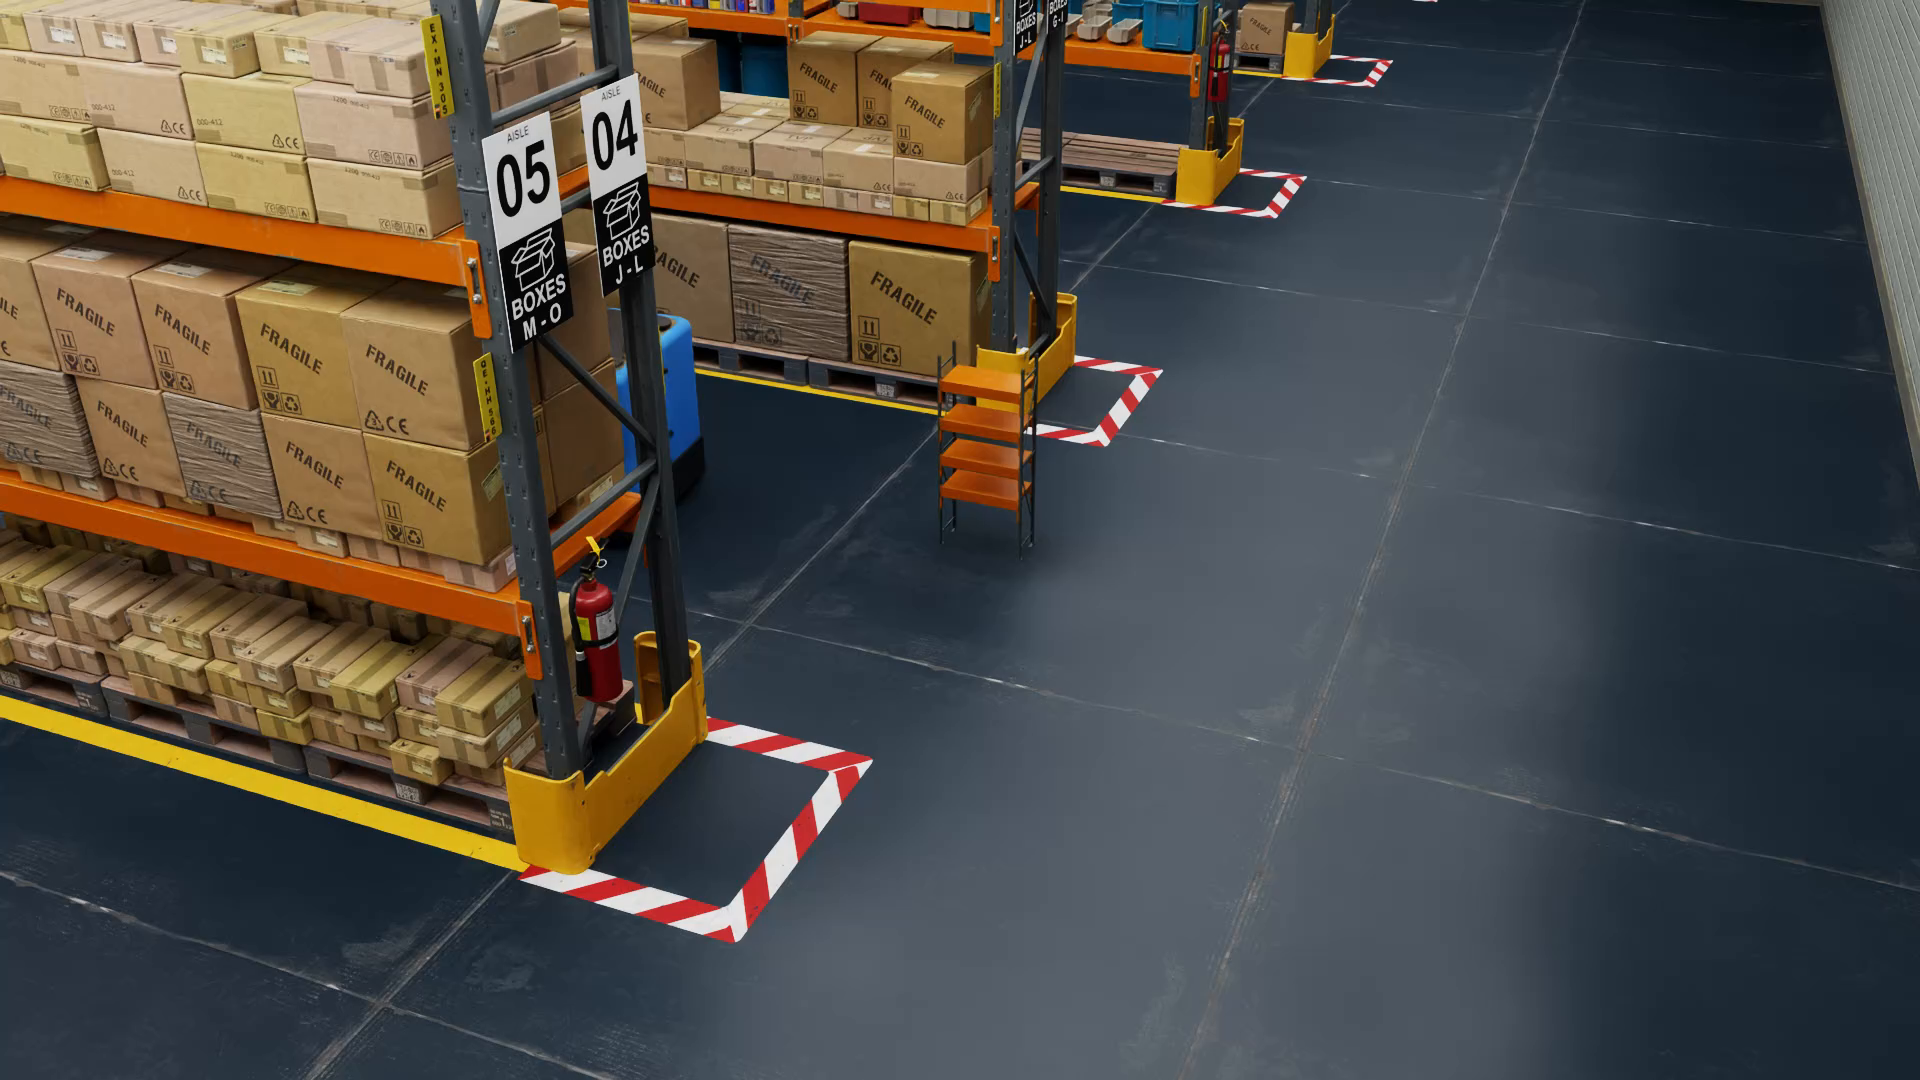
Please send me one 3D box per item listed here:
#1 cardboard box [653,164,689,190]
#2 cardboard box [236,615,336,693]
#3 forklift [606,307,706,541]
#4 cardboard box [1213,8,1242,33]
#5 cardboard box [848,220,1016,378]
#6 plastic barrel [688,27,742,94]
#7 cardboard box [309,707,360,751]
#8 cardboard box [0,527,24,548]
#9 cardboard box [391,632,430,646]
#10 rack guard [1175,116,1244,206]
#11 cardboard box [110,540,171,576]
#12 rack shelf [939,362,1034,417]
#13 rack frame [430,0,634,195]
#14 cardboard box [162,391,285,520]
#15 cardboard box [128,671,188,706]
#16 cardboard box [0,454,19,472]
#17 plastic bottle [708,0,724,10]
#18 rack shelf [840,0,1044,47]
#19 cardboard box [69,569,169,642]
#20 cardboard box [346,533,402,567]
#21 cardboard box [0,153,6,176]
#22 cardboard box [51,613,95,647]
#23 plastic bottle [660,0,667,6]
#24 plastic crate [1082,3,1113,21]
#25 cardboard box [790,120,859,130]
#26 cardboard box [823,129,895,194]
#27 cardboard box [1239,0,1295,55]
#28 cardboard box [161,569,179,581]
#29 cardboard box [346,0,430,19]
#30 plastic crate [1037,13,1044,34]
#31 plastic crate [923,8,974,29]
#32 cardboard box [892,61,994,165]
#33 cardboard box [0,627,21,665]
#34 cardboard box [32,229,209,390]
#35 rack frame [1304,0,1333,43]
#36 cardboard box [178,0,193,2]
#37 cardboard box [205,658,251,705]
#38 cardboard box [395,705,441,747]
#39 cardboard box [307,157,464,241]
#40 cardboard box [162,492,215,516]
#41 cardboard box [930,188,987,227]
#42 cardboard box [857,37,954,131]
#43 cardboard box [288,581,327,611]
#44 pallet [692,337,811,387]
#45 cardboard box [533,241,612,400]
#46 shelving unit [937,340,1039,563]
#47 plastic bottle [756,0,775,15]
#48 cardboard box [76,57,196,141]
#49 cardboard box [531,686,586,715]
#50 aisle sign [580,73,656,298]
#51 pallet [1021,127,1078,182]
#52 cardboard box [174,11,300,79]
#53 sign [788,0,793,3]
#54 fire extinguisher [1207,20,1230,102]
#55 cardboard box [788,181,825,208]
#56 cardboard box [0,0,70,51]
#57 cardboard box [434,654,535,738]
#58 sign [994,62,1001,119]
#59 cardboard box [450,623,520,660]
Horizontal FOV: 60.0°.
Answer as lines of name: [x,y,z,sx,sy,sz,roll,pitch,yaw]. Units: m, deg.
cardboard box: [-1.910,-2.559,11.484,0.250,0.149,0.380,12,32,20]
cardboard box: [-3.083,0.522,7.644,0.250,0.149,0.380,12,32,21]
forklift: [-3.163,-1.667,9.721,3.031,2.935,1.130,9,31,15]
cardboard box: [3.314,-6.207,20.031,0.500,0.250,0.500,11,31,19]
cardboard box: [-0.177,-1.714,11.466,0.875,0.875,0.875,11,31,19]
plastic barrel: [-2.552,-4.881,17.043,0.708,0.901,0.600,11,31,19]
cardboard box: [-2.801,0.795,7.765,0.250,0.149,0.380,12,31,20]
cardboard box: [-4.977,0.086,8.415,0.250,0.149,0.380,13,32,21]
cardboard box: [-2.590,0.405,8.153,0.250,0.149,0.380,12,32,21]
rack guard: [2.336,-3.546,15.515,0.348,0.500,1.175,11,31,19]
cardboard box: [-4.095,0.031,8.513,0.250,0.149,0.380,12,32,21]
rack shelf: [0.153,-0.834,9.207,0.480,0.148,0.258,11,31,19]
rack frame: [-1.512,-2.743,5.458,0.127,3.000,1.000,11,31,19]
cardboard box: [-2.974,-0.457,7.106,0.500,0.500,0.500,11,31,19]
cardboard box: [-3.784,0.622,8.071,0.250,0.149,0.380,10,31,18]
cardboard box: [-4.295,-0.468,7.785,0.250,0.149,0.380,10,31,17]
plastic bottle: [-2.373,-5.372,16.256,0.185,0.351,0.144,11,31,19]
rack shelf: [-1.407,-3.737,10.995,4.000,0.370,1.077,11,31,19]
cardboard box: [-4.036,0.311,8.018,0.250,0.149,0.380,12,32,20]
cardboard box: [-2.375,-0.056,7.056,0.250,0.149,0.380,11,31,19]
cardboard box: [-3.946,-1.712,6.835,0.500,0.250,0.500,13,32,21]
cardboard box: [-4.246,0.356,8.239,0.250,0.149,0.380,10,31,17]
plastic bottle: [-2.933,-5.406,16.468,0.097,0.201,0.097,0,29,0]
plastic crate: [1.309,-4.962,15.688,0.298,0.136,0.250,11,31,19]
cardboard box: [-0.845,-2.838,11.573,0.500,0.250,0.500,10,31,17]
cardboard box: [-0.572,-2.501,10.977,0.500,0.250,0.500,11,31,18]
cardboard box: [3.578,-5.982,19.378,0.500,0.500,0.500,11,31,19]
cardboard box: [-3.858,0.186,8.540,0.250,0.149,0.380,12,32,20]
cardboard box: [-2.180,-2.066,6.547,0.250,0.149,0.380,11,31,19]
plastic crate: [0.673,-4.759,15.328,0.250,0.136,0.298,11,31,19]
plastic crate: [-0.052,-4.980,15.573,0.530,0.282,0.437,11,31,19]
cardboard box: [-0.104,-2.735,10.628,0.500,0.500,0.500,12,32,20]
cardboard box: [-4.755,0.450,8.376,0.250,0.149,0.380,12,32,21]
cardboard box: [-3.476,-0.993,7.038,0.500,0.500,0.500,10,31,17]
rack frame: [4.175,-6.890,18.892,0.127,3.000,1.000,11,31,19]
cardboard box: [-3.155,-2.228,6.833,0.250,0.149,0.380,12,32,21]
cardboard box: [-3.306,0.589,7.828,0.250,0.149,0.380,13,32,22]
cardboard box: [-2.330,0.757,7.530,0.250,0.149,0.380,11,31,18]
cardboard box: [-2.033,-1.335,6.168,0.500,0.250,0.500,11,31,18]
cardboard box: [-3.333,-0.273,7.441,0.250,0.149,0.380,12,32,20]
cardboard box: [-0.007,-2.180,10.815,0.250,0.149,0.380,12,32,20]
cardboard box: [-0.360,-3.069,11.220,0.500,0.500,0.500,11,31,18]
cardboard box: [-3.097,0.182,8.246,0.250,0.149,0.380,12,32,20]
pallet: [-1.450,-1.499,12.187,1.213,0.211,1.003,11,31,19]
cardboard box: [-1.828,-0.944,6.951,0.500,0.500,0.500,11,31,19]
shelving unit: [0.153,-0.492,9.401,0.503,1.200,0.258,11,31,19]
plastic bottle: [-1.884,-5.244,16.105,0.135,0.276,0.152,11,31,19]
cardboard box: [-2.982,-1.749,6.391,0.500,0.250,0.500,12,32,20]
cardboard box: [-1.877,0.684,7.962,0.250,0.149,0.380,12,32,20]
aisle sign: [-1.331,-1.386,6.512,0.004,0.787,0.394,11,31,19]
pallet: [0.433,-3.815,16.285,1.213,0.211,1.003,11,31,19]
cardboard box: [-2.646,-1.827,6.125,0.250,0.149,0.380,12,32,20]
sign: [-1.606,-5.242,15.695,0.005,0.325,0.100,11,31,19]
fire extinguisher: [2.278,-4.201,14.592,0.183,0.674,0.296,11,31,19]
cardboard box: [-0.954,-2.369,11.148,0.250,0.149,0.380,11,31,18]
cardboard box: [-3.593,-2.031,6.486,0.250,0.149,0.380,10,31,18]
cardboard box: [-2.098,0.686,7.354,0.250,0.149,0.380,12,32,20]
sign: [0.230,-2.736,10.125,0.005,0.325,0.100,11,31,19]
cardboard box: [-2.170,0.420,7.824,0.250,0.149,0.380,12,32,20]
